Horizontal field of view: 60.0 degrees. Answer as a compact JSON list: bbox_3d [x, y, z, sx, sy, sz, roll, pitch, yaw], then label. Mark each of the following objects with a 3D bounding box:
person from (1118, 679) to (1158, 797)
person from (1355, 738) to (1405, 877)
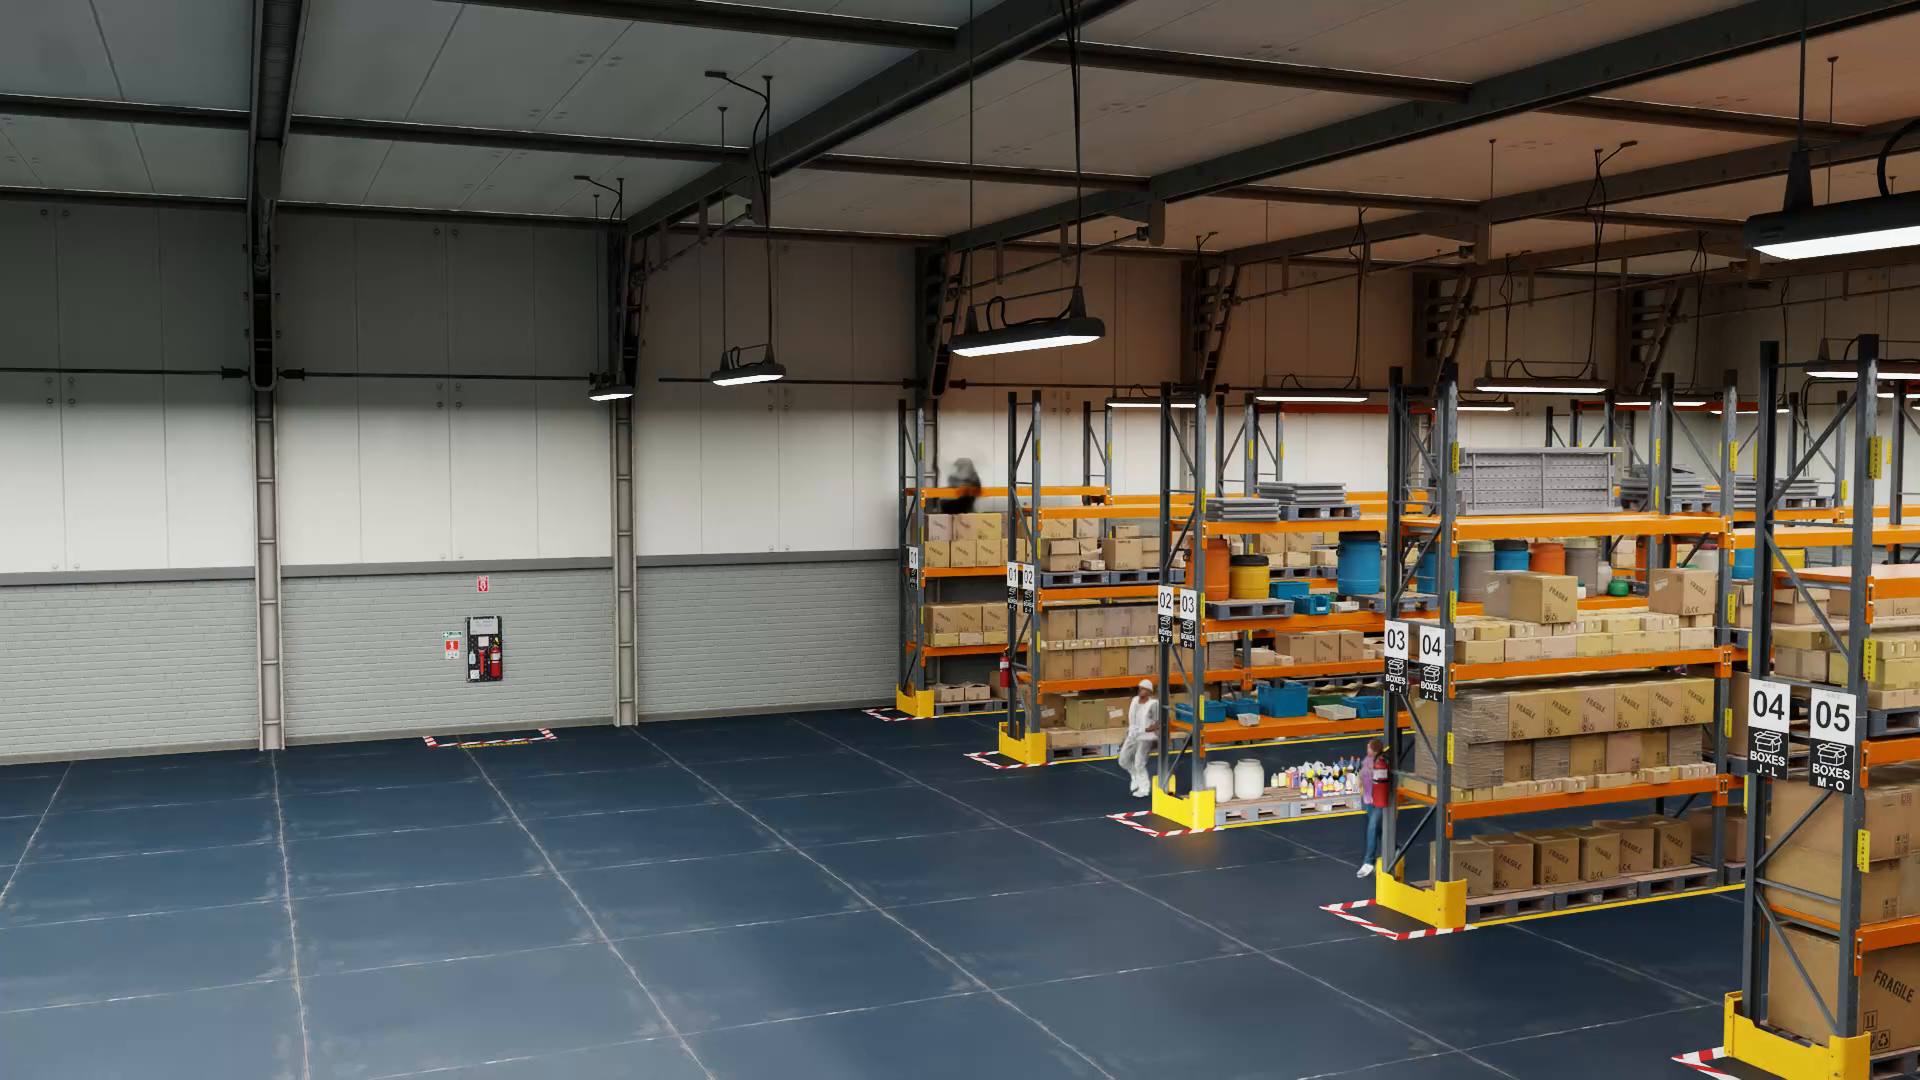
[{"bbox_3d":[2.609,2.884,24.172,0.576,1.725,0.653,-3,5,-43],"label":"person"},{"bbox_3d":[5.037,3.189,19.998,0.758,1.634,0.557,-2,4,-30],"label":"person"}]
